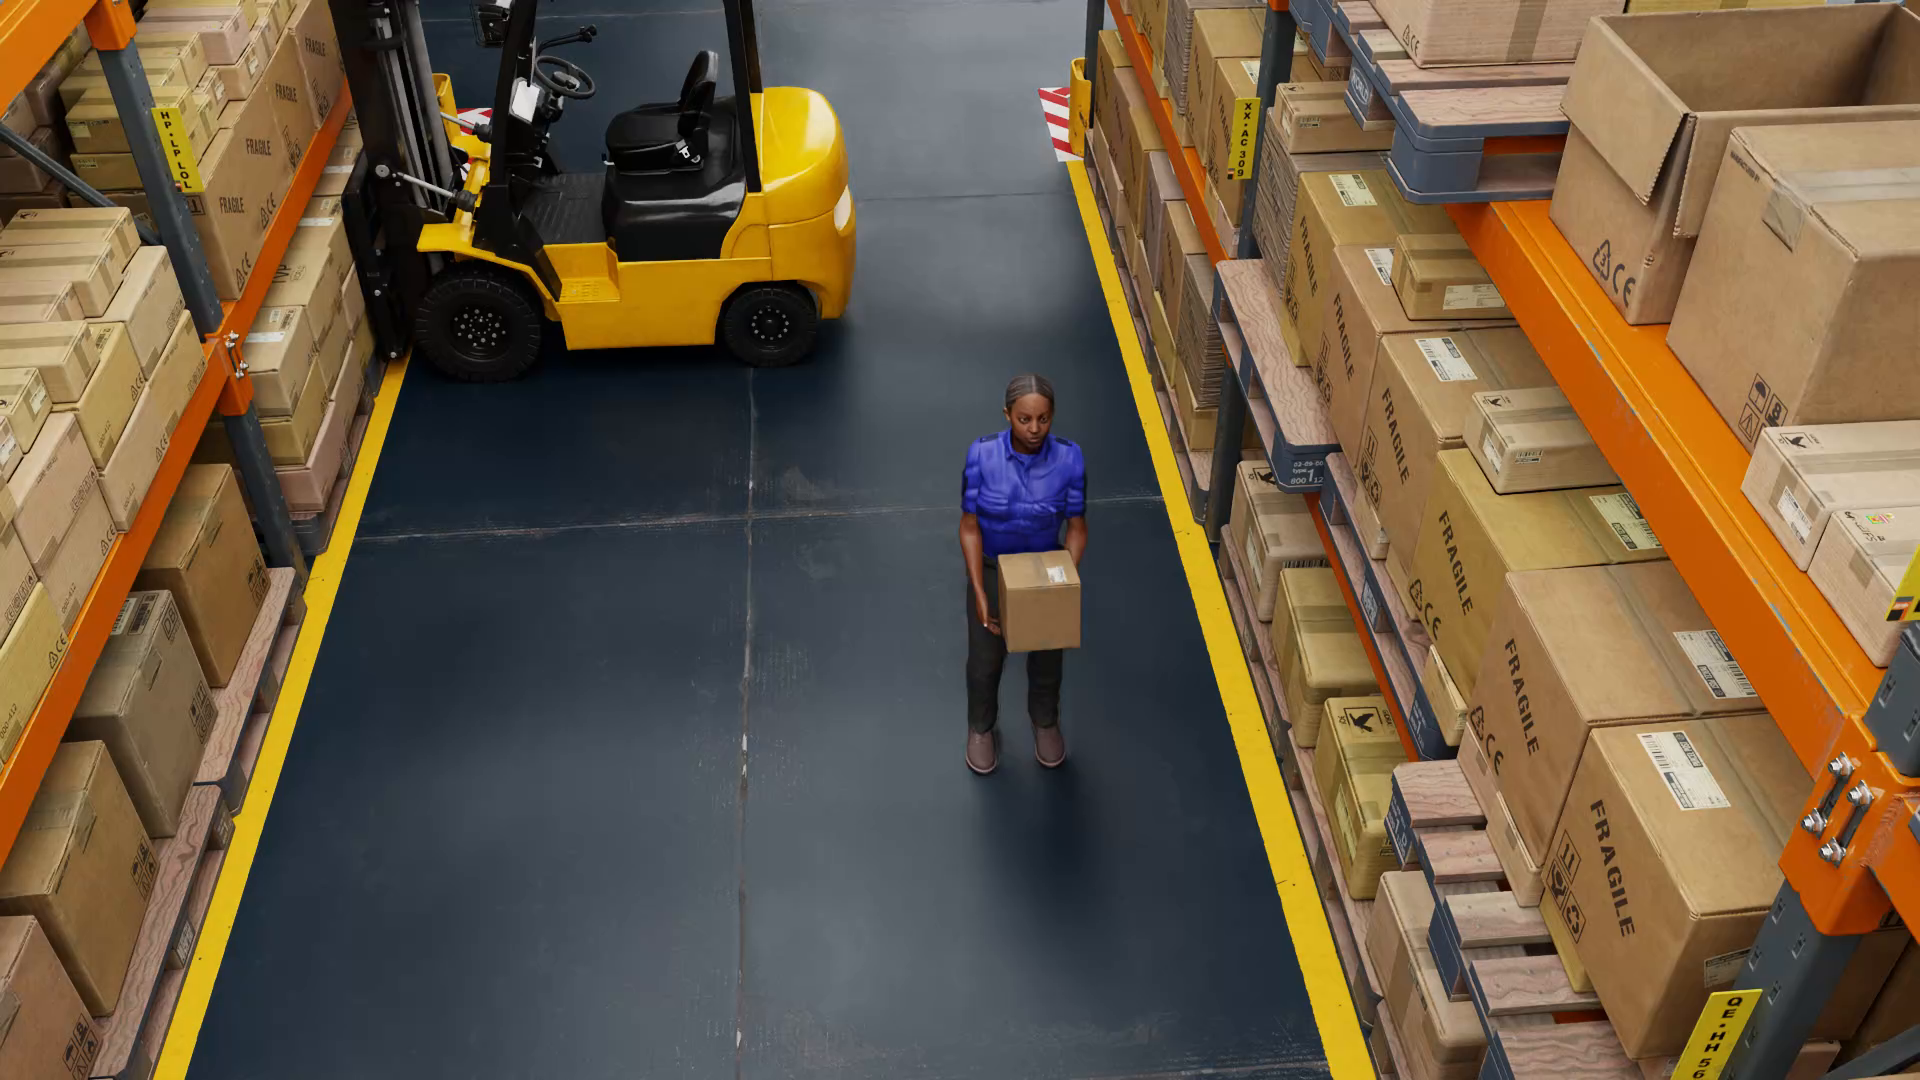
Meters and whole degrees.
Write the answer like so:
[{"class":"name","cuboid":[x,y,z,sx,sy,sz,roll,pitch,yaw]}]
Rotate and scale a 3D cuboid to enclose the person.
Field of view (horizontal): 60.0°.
[{"class":"person","cuboid":[0.223,0.189,5.929,0.456,1.655,0.507,0,39,0]}]
